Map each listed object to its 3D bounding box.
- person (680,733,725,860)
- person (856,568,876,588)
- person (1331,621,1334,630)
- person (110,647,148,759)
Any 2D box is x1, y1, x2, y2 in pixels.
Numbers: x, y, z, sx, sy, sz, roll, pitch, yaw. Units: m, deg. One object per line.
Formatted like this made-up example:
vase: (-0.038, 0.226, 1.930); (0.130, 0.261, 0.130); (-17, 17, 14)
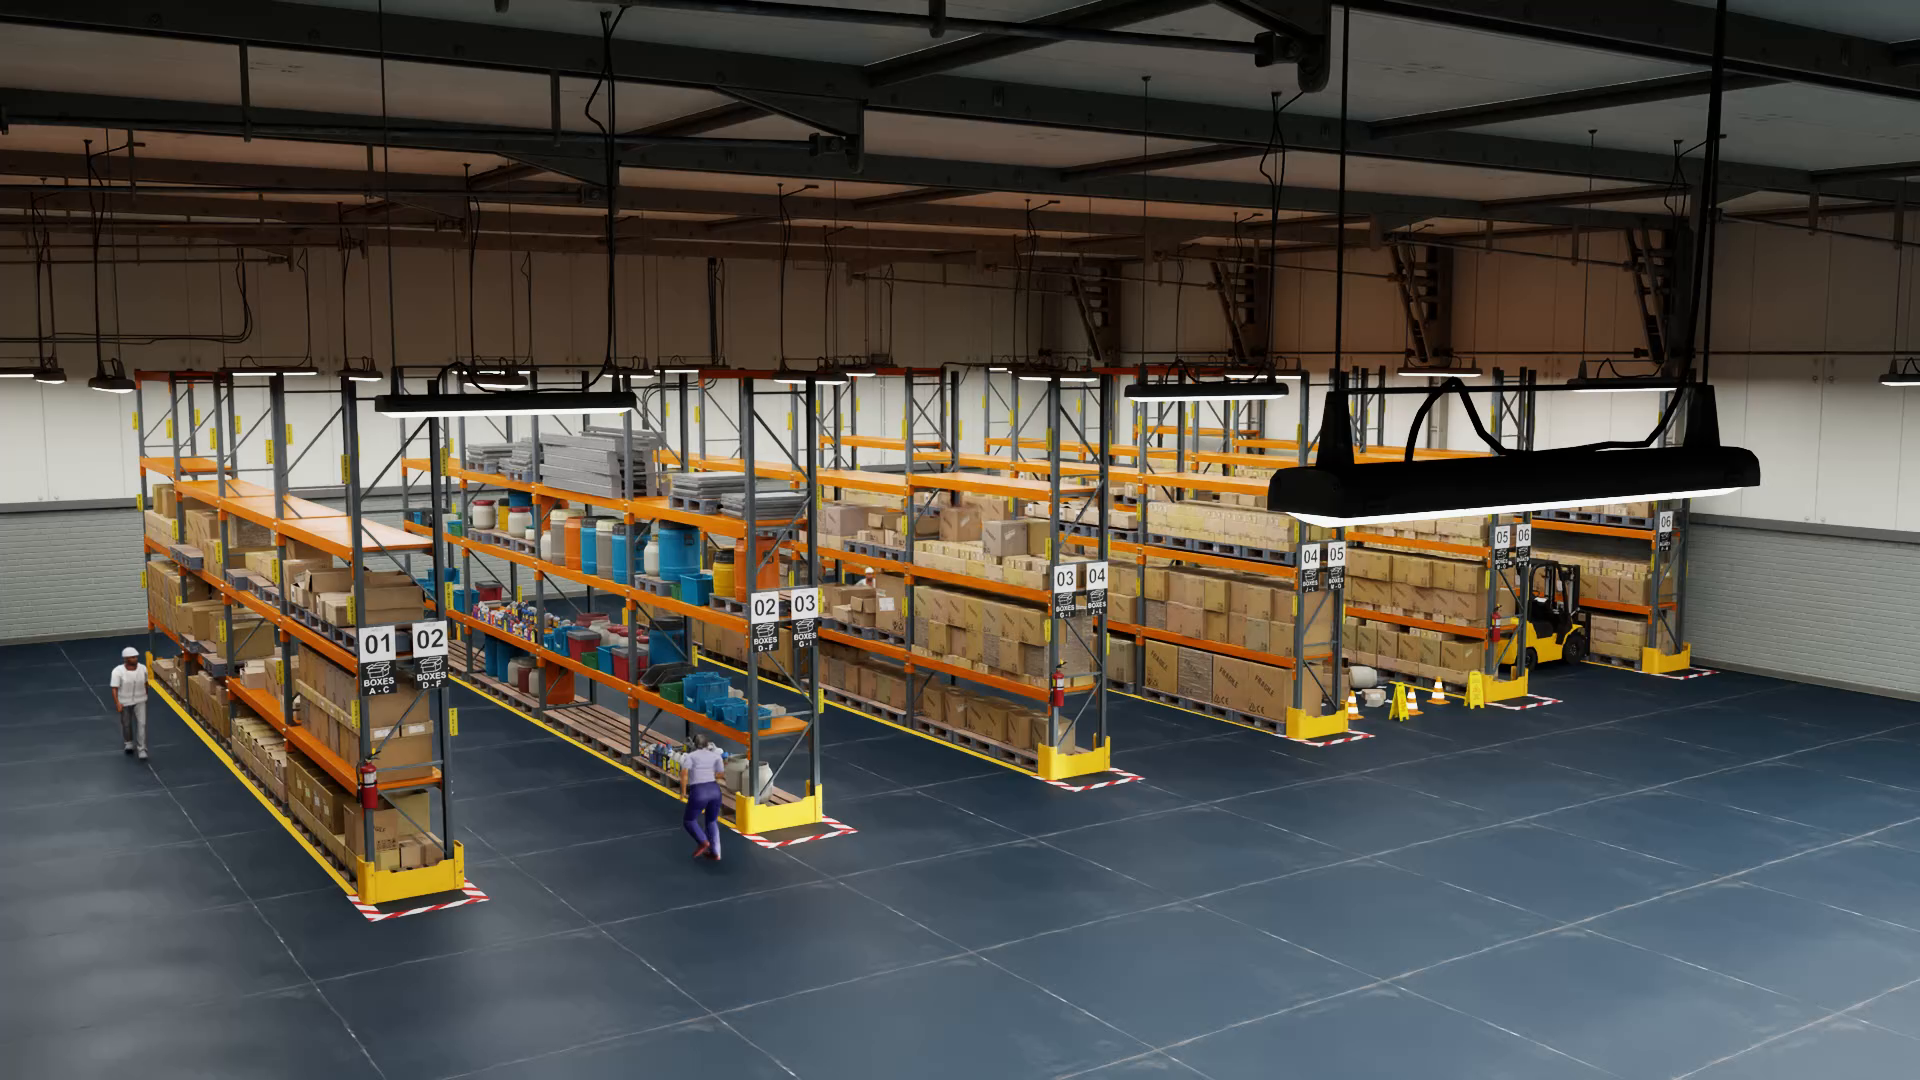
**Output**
person: (-3.247, 3.214, 20.946); (0.619, 1.544, 0.711); (-4, 8, -32)
person: (-2.006, 1.416, 36.203); (0.690, 1.687, 0.633); (-3, 7, -25)
person: (8.046, 1.372, 36.378); (0.408, 1.806, 0.575); (4, 8, 32)
person: (-12.970, 2.530, 26.010); (0.548, 1.704, 1.077); (-4, 7, -31)
